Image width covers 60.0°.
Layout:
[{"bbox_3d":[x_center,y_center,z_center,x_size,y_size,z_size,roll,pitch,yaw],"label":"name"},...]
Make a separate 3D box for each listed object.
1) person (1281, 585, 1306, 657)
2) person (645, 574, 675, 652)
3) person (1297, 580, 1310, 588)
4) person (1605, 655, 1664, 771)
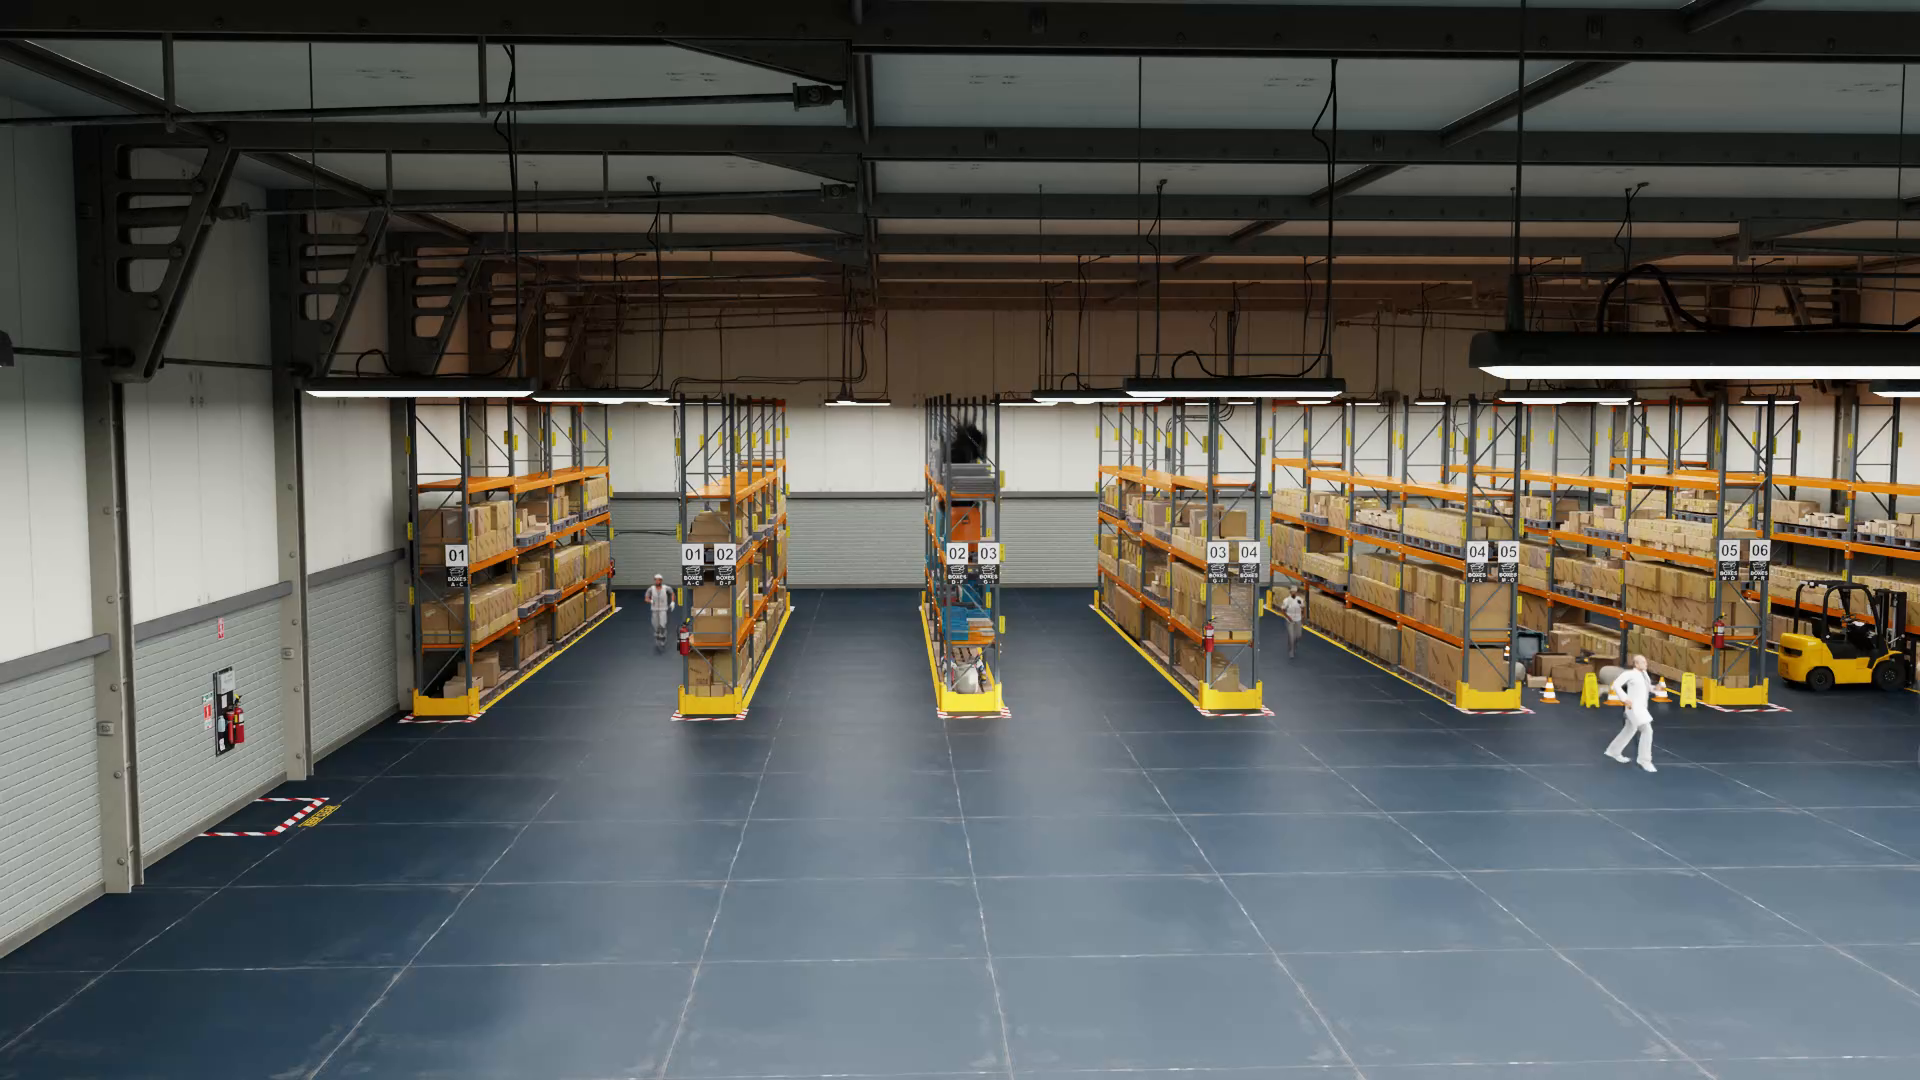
[{"bbox_3d":[7.720,1.868,38.423,0.608,1.659,0.557,0,5,-5],"label":"person"},{"bbox_3d":[-7.120,1.732,39.419,0.680,1.864,0.760,0,5,-5],"label":"person"},{"bbox_3d":[10.263,0.984,49.527,0.655,1.653,0.540,-1,5,-16],"label":"person"},{"bbox_3d":[10.783,2.749,26.585,0.864,1.851,0.668,4,6,39],"label":"person"}]
